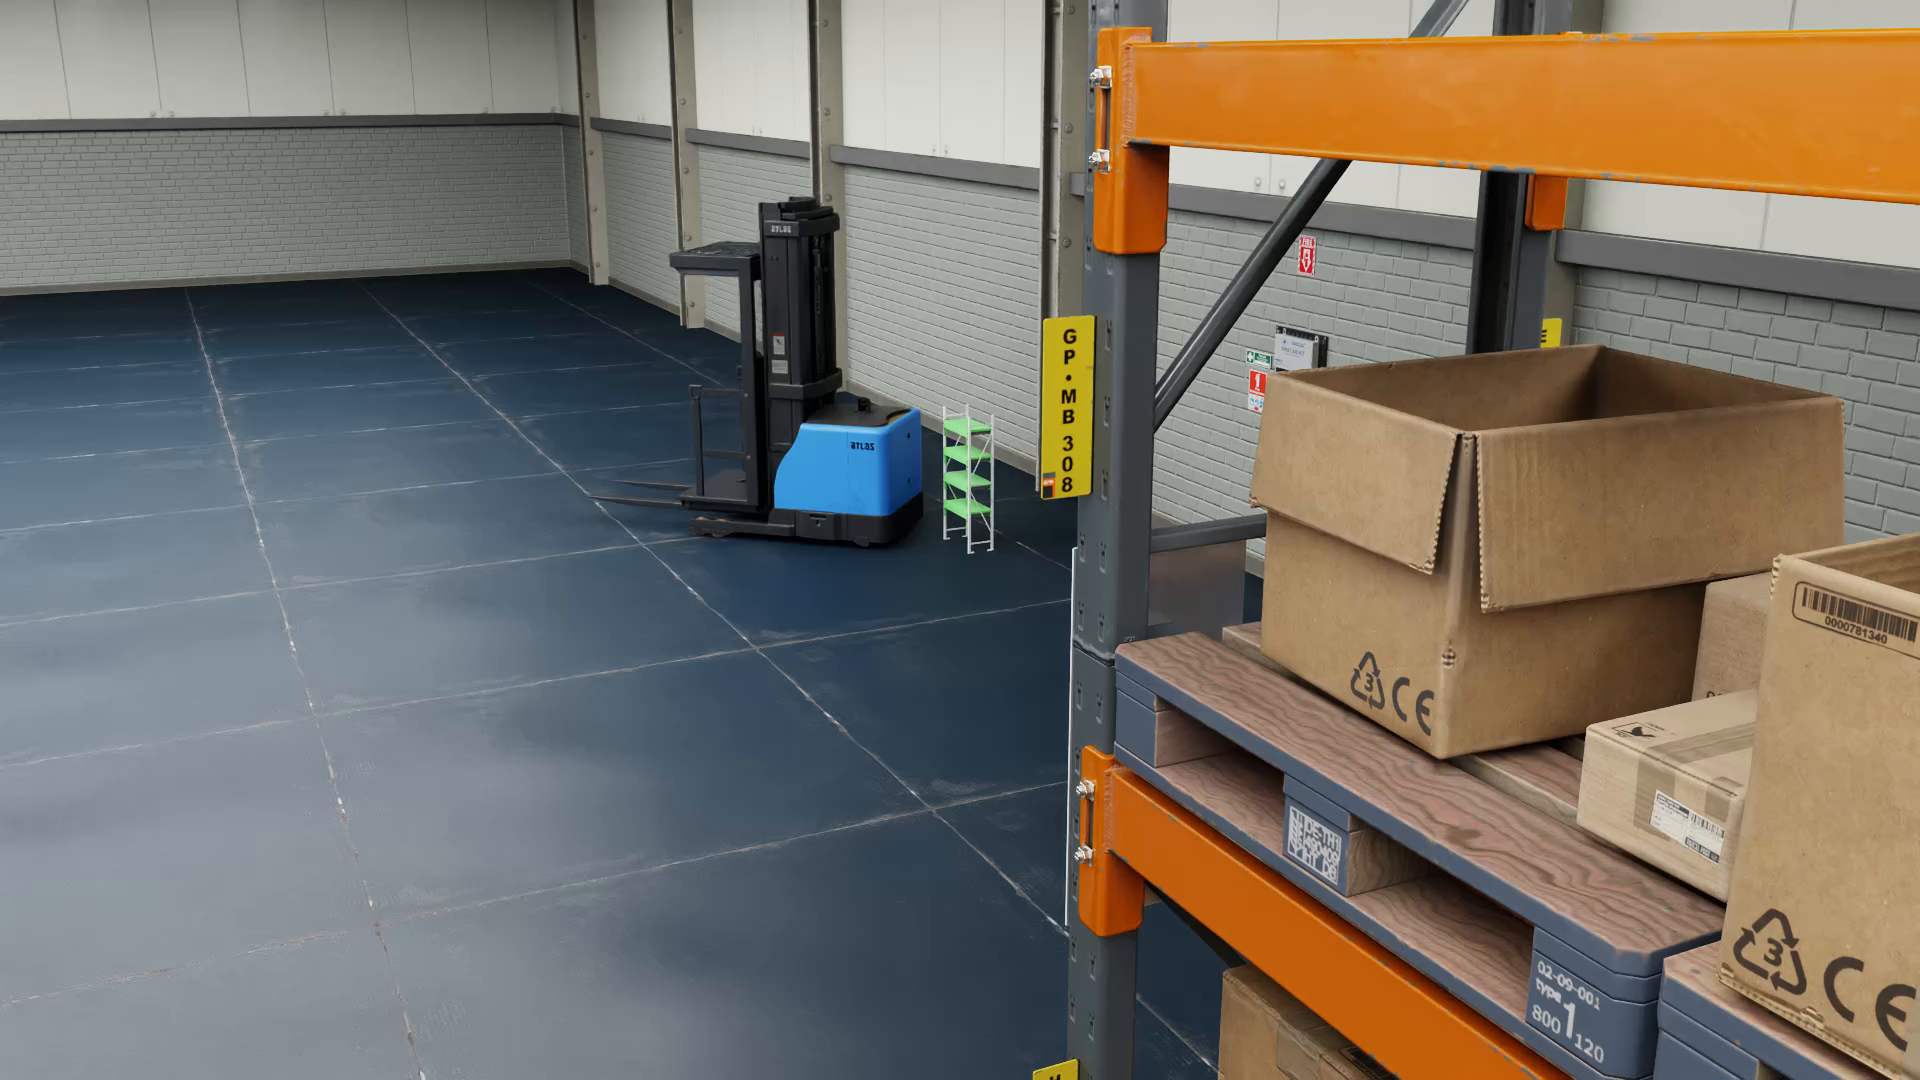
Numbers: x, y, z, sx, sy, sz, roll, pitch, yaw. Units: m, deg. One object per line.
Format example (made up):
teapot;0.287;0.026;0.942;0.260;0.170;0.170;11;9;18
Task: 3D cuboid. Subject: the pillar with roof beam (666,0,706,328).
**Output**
pillar with roof beam;-8.155;-7.246;23.685;9.100;9.000;0.400;-8;18;-25

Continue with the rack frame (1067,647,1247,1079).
rack frame;0.693;1.599;3.739;1.000;3.000;0.127;-8;18;-25

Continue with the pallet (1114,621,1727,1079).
pallet;0.980;0.378;2.716;1.003;0.211;1.213;-8;18;-25

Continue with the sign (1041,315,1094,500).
sign;0.192;-0.235;2.966;0.100;0.325;0.005;-8;18;-25

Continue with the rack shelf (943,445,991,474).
rack shelf;0.073;-0.705;14.394;0.258;0.148;0.480;-8;18;-25

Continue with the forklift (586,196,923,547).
forklift;-1.913;-1.564;14.889;3.031;2.935;1.130;5;17;16

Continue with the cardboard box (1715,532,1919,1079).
cardboard box;1.175;0.285;1.685;0.500;0.500;0.500;-8;18;-25

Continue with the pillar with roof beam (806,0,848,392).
pillar with roof beam;-5.527;-5.758;18.501;9.100;9.000;0.400;-8;18;-25

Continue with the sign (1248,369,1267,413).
sign;2.402;-1.203;13.440;0.001;0.329;0.234;-8;18;-25

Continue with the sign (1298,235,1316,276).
sign;2.638;-2.165;12.653;0.001;0.298;0.199;-8;18;-25

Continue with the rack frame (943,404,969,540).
rack frame;-0.034;-0.596;14.653;0.240;1.200;0.015;-8;18;-25

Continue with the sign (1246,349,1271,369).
sign;2.397;-1.456;13.359;0.001;0.109;0.331;-8;18;-25

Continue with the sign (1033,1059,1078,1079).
sign;0.192;1.211;3.381;0.100;0.325;0.005;-8;18;-25

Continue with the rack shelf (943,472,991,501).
rack shelf;0.073;-0.474;14.460;0.258;0.148;0.480;-8;18;-25

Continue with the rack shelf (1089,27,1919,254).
rack shelf;1.569;-0.250;1.338;1.077;0.370;4.000;-8;18;-25

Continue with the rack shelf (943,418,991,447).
rack shelf;0.073;-0.936;14.327;0.258;0.148;0.480;-8;18;-25

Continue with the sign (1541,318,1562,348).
sign;1.187;-0.292;3.431;0.100;0.325;0.005;-8;18;-25

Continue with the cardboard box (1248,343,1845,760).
cardboard box;0.941;-0.018;2.736;0.797;0.503;0.637;-6;17;-21

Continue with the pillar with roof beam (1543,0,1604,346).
pillar with roof beam;-0.270;-2.782;8.132;9.100;9.000;0.400;-8;18;-25

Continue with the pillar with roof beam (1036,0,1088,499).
pillar with roof beam;-2.898;-4.270;13.316;9.100;9.000;0.400;-8;18;-25

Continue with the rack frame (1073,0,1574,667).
rack frame;0.693;-1.284;2.912;1.000;3.000;0.127;-8;18;-25

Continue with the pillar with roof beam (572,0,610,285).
pillar with roof beam;-10.784;-8.733;28.869;9.100;9.000;0.400;-8;18;-25

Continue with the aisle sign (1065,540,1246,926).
aisle sign;0.389;0.370;3.309;0.394;0.787;0.004;-8;18;-25

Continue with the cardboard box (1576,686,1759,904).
cardboard box;1.050;0.322;2.192;0.380;0.149;0.250;-8;18;-25

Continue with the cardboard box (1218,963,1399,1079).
cardboard box;0.909;1.058;3.092;0.700;0.500;0.500;-8;18;-25

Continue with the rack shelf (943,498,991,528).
rack shelf;0.073;-0.244;14.526;0.258;0.148;0.480;-8;18;-25

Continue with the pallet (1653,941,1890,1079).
pallet;1.518;0.681;1.660;1.003;0.211;1.213;-8;18;-25

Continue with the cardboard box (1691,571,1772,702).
cardboard box;1.435;0.214;2.385;0.500;0.250;0.500;-8;18;-25

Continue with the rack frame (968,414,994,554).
rack frame;0.179;-0.475;14.231;0.240;1.200;0.015;-8;18;-25

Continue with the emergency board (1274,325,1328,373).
emergency board;2.552;-1.036;12.924;0.194;1.169;0.643;-8;18;-25

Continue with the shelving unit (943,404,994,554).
shelving unit;0.073;-0.536;14.442;0.258;1.200;0.503;-8;18;-25

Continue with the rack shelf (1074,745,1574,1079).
rack shelf;1.569;0.999;1.697;1.077;0.370;4.000;-8;18;-25
